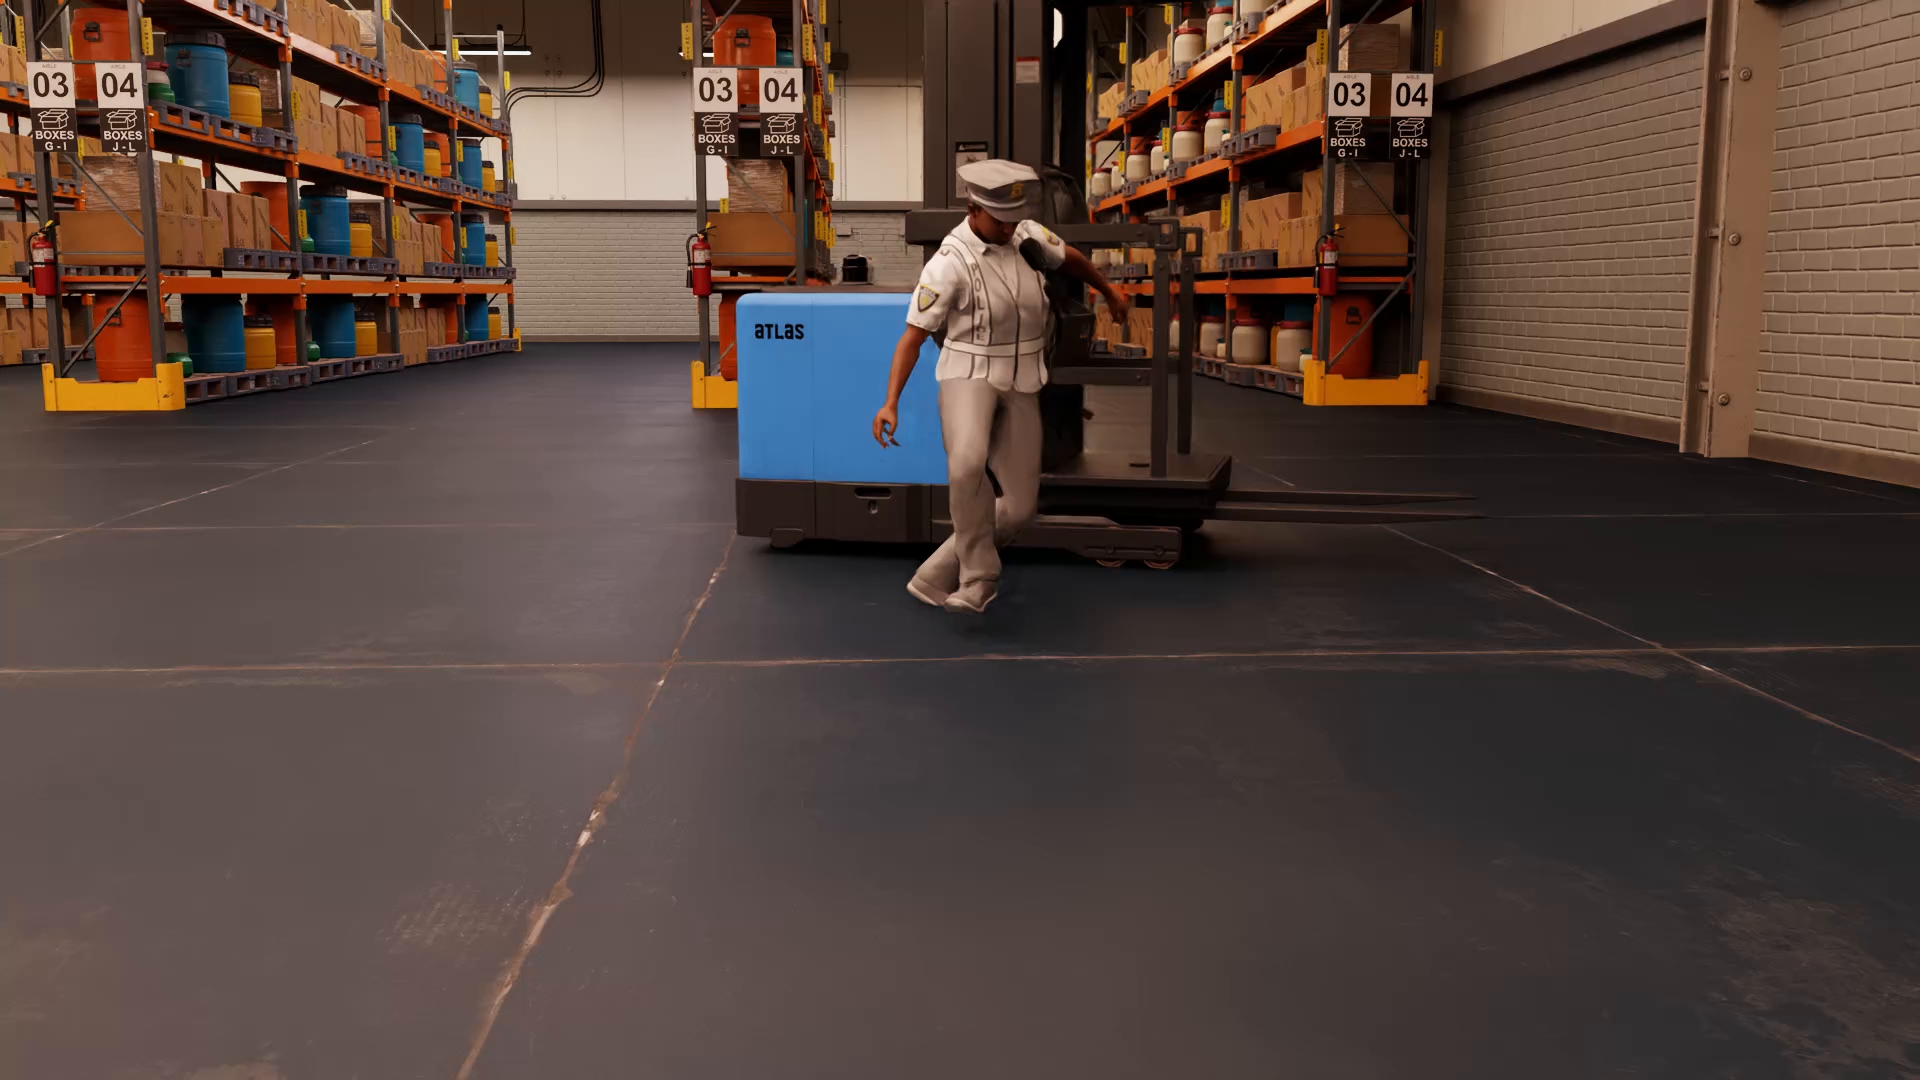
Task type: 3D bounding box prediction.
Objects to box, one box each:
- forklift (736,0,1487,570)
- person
[{"bbox_3d":[0.633,-1.419,6.889,3.031,2.935,1.130,2,9,13],"label":"forklift"},{"bbox_3d":[0.193,-0.472,5.644,1.116,1.580,0.634,-6,11,-37],"label":"person"}]
